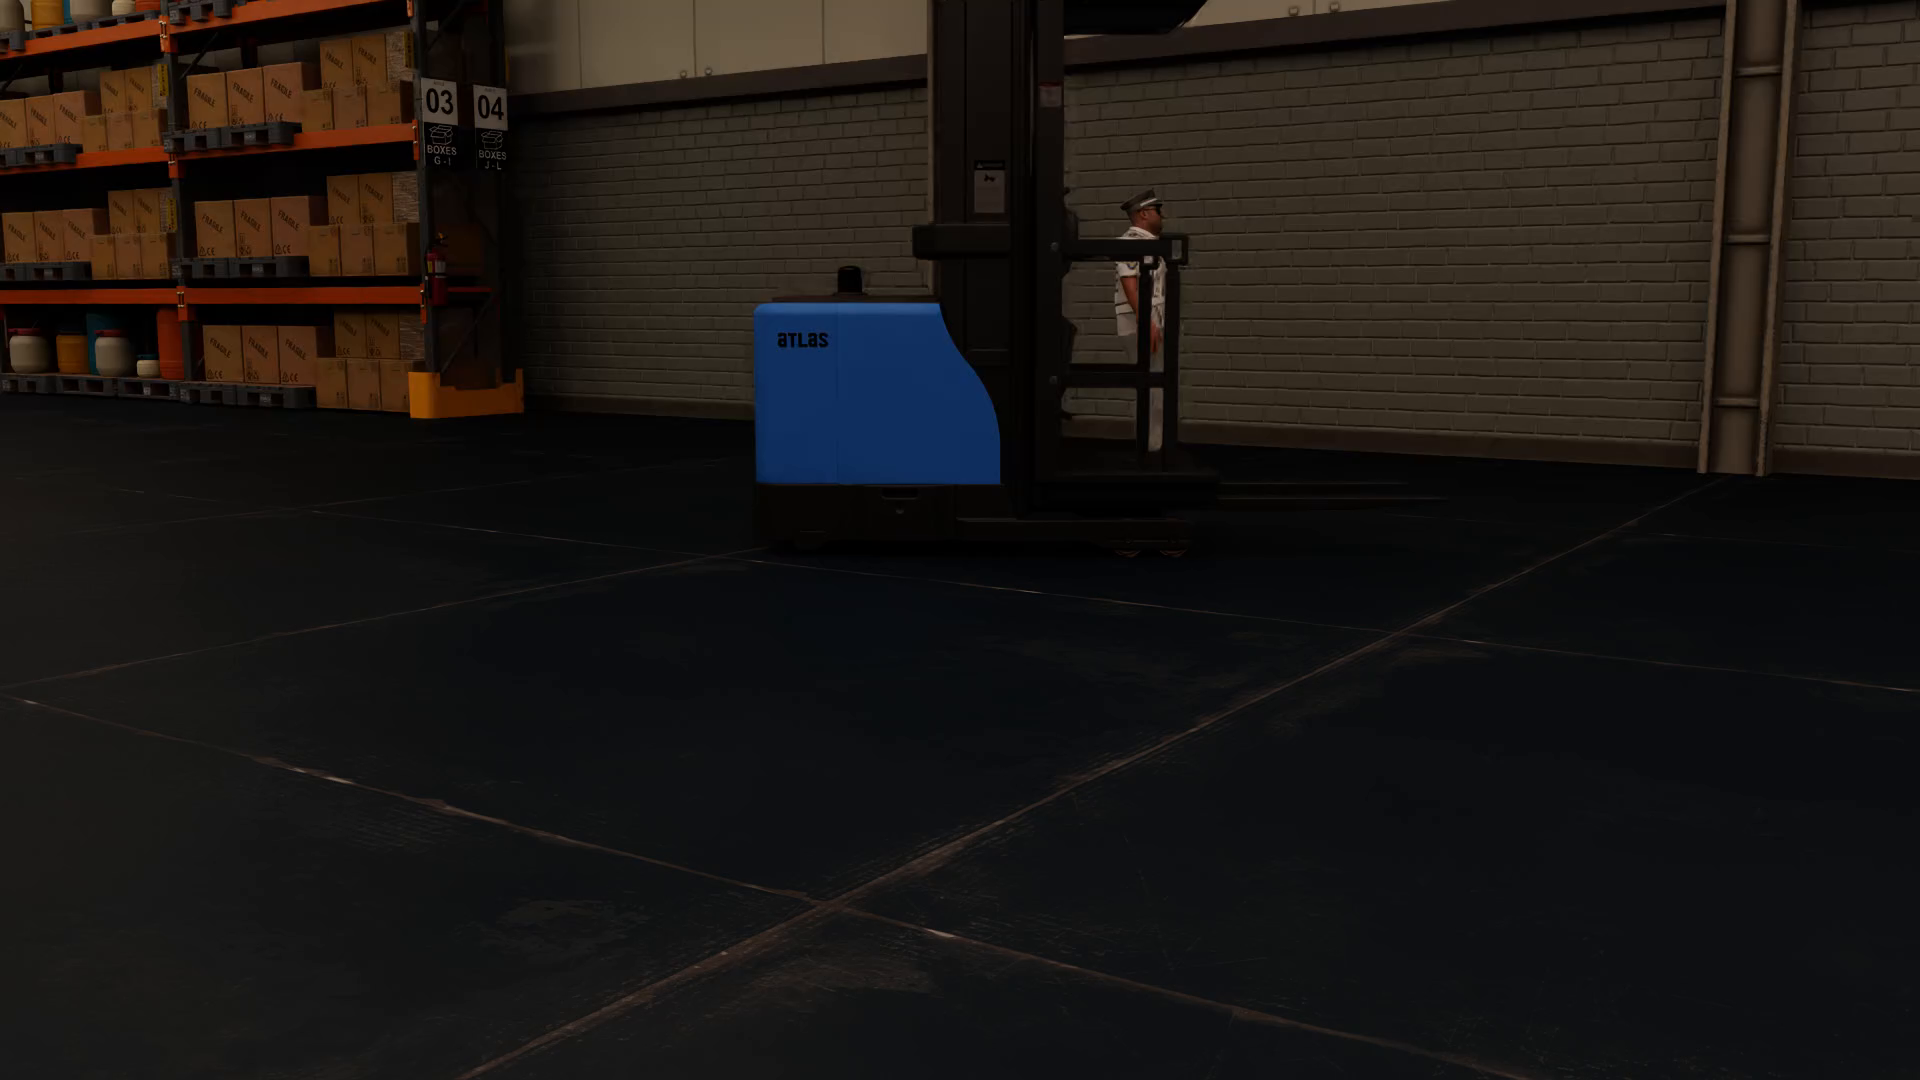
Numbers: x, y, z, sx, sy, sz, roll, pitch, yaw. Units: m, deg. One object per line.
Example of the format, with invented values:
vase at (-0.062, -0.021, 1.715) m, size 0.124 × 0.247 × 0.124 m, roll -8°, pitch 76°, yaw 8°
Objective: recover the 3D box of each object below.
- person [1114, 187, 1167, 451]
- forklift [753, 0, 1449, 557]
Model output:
person at (1.255, -1.301, 10.374) m, size 0.576 × 1.781 × 0.638 m, roll 2°, pitch 8°, yaw 12°
forklift at (0.622, -1.453, 7.412) m, size 3.031 × 2.935 × 1.130 m, roll 0°, pitch 8°, yaw 0°
